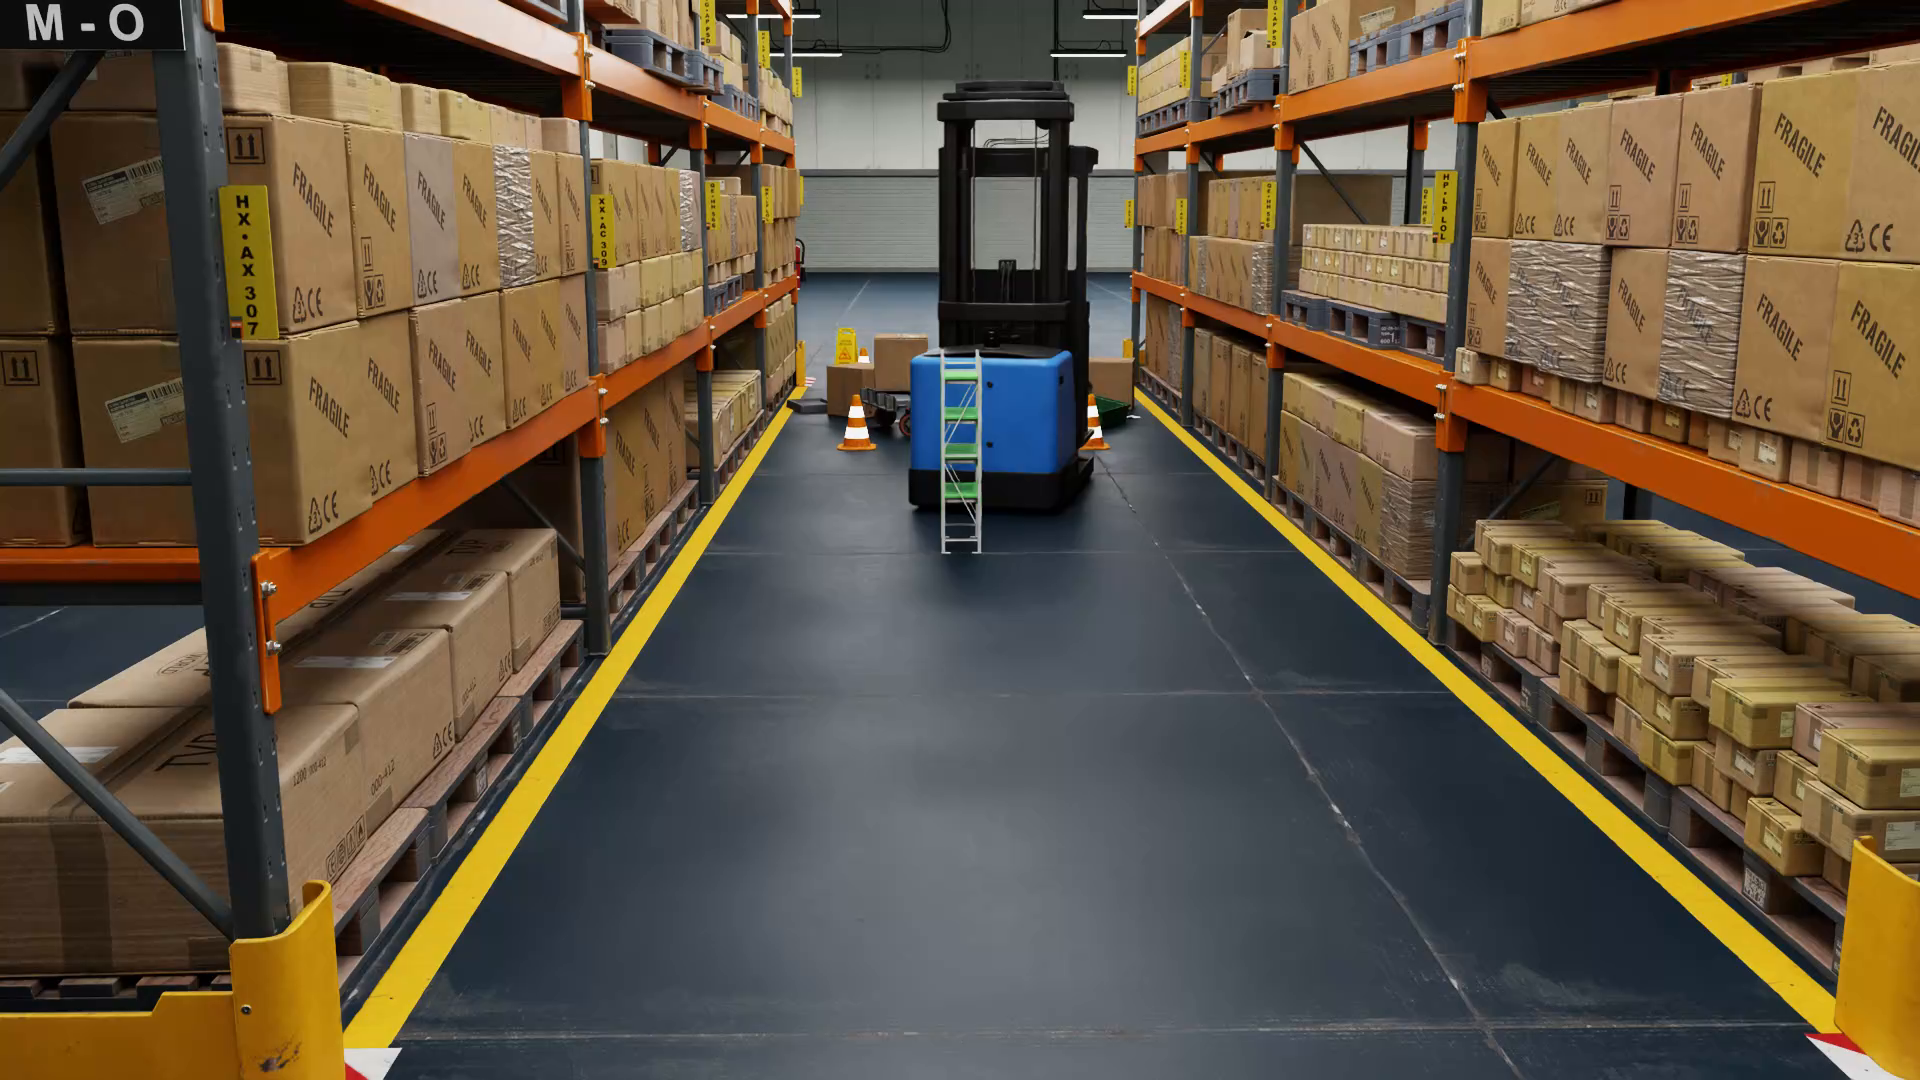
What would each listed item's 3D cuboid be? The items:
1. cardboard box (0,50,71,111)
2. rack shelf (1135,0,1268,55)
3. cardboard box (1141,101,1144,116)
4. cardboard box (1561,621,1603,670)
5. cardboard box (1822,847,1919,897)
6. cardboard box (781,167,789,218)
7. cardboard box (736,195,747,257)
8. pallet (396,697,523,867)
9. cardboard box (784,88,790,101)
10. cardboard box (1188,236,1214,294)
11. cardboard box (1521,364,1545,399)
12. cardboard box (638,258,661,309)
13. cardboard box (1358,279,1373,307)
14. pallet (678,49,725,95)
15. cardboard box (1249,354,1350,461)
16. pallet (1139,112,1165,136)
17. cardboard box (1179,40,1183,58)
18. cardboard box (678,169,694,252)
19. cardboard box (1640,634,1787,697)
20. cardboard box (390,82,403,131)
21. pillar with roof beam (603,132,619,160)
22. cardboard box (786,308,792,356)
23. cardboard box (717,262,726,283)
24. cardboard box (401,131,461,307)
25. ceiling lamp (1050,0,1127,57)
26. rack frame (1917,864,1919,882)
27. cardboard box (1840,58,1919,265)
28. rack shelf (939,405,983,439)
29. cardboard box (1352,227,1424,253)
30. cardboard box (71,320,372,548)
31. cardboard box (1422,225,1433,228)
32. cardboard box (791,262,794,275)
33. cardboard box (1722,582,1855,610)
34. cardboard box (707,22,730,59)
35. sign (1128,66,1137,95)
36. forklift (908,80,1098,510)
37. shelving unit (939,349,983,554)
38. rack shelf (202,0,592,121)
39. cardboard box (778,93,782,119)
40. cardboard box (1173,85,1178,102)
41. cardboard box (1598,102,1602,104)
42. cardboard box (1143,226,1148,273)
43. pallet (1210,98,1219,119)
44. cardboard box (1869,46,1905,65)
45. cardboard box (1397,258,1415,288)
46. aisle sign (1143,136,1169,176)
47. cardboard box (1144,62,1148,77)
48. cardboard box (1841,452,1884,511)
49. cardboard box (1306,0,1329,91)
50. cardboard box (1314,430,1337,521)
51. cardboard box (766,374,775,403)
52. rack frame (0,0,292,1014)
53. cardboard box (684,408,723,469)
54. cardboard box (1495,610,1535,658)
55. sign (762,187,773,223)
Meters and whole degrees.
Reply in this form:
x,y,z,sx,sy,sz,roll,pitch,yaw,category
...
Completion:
x,y,z,sx,sy,sz,roll,pitch,yaw,category
-2.288,-1.058,3.830,0.380,0.149,0.250,0,11,0,cardboard box
2.577,-5.345,17.088,1.077,0.370,4.000,0,11,-1,rack shelf
2.228,-4.833,18.616,0.380,0.149,0.250,0,11,-1,cardboard box
2.534,0.410,6.358,0.380,0.149,0.250,0,11,-2,cardboard box
2.647,0.917,4.609,0.380,0.149,0.250,0,11,0,cardboard box
-2.093,-3.490,16.704,0.700,0.500,0.500,0,11,-2,cardboard box
-2.073,-2.624,13.893,0.500,0.500,0.500,0,11,1,cardboard box
-2.197,0.836,5.908,1.003,0.211,1.213,0,11,-1,pallet
-2.109,-4.982,18.655,0.380,0.149,0.250,0,11,-1,cardboard box
2.360,-2.499,15.083,0.500,0.500,0.500,0,11,-1,cardboard box
2.600,-0.681,7.004,0.380,0.149,0.250,-1,11,-4,cardboard box
-1.913,-1.389,8.983,0.500,0.250,0.500,0,11,0,cardboard box
2.542,-1.438,9.681,0.380,0.149,0.250,-1,11,-3,cardboard box
-2.179,-2.970,10.586,1.213,0.211,1.003,0,11,1,pallet
2.779,-0.985,12.474,1.050,0.750,0.750,0,11,-2,cardboard box
2.562,-4.630,18.517,1.003,0.211,1.213,0,11,-1,pallet
2.287,-4.670,15.809,0.380,0.149,0.250,0,11,-1,cardboard box
-1.955,-2.056,10.382,0.500,0.500,0.500,0,11,0,cardboard box
2.519,0.419,5.567,0.380,0.149,0.250,0,11,1,cardboard box
-1.860,-1.267,4.862,0.380,0.149,0.250,0,11,-1,cardboard box
-4.452,-10.876,41.535,9.100,9.000,0.548,0,11,-1,pillar with roof beam
-2.120,-2.275,18.199,0.500,0.500,0.500,0,11,1,cardboard box
-1.983,-2.034,12.617,0.380,0.149,0.250,0,11,-1,cardboard box
-1.842,-0.971,5.033,0.500,0.500,0.500,0,11,-2,cardboard box
3.337,-14.193,43.206,2.000,3.185,0.800,0,11,-1,ceiling lamp
2.867,-0.171,3.855,1.000,3.000,0.127,0,11,-1,rack frame
2.608,-0.945,4.160,0.500,0.500,0.500,0,11,-2,cardboard box
0.003,-0.728,10.243,0.258,0.148,0.480,0,11,-1,rack shelf
2.546,-1.781,9.874,0.380,0.149,0.250,0,11,1,cardboard box
-1.803,-0.276,4.122,0.500,0.500,0.500,0,11,-2,cardboard box
3.178,-1.938,10.644,0.380,0.149,0.250,0,11,1,cardboard box
-2.073,-3.064,18.750,0.380,0.149,0.250,0,11,-2,cardboard box
3.152,0.263,6.337,0.380,0.149,0.250,-1,11,-3,cardboard box
-2.146,-4.045,13.475,0.500,0.250,0.500,0,11,0,cardboard box
1.981,-5.287,19.134,0.100,0.325,0.005,0,11,-1,sign
0.433,-1.889,12.498,1.130,2.935,3.031,2,12,11,forklift
0.003,-0.555,10.278,0.258,1.200,0.503,0,11,-1,shelving unit
-2.122,-1.645,5.389,1.077,0.370,4.000,0,11,-1,rack shelf
-2.094,-4.449,17.029,0.500,0.250,0.500,0,11,-1,cardboard box
2.279,-4.330,16.139,0.380,0.149,0.250,0,11,0,cardboard box
7.308,-4.786,18.436,0.380,0.149,0.250,0,11,-2,cardboard box
2.589,-3.351,19.155,0.875,0.550,0.550,0,11,-1,cardboard box
2.687,-3.750,14.437,0.805,0.209,1.217,-1,11,-3,pallet
7.386,-3.819,12.788,0.500,0.500,0.500,0,11,0,cardboard box
2.559,-1.428,8.883,0.380,0.149,0.250,-1,11,-3,cardboard box
2.234,-4.638,19.338,0.394,0.787,0.004,0,11,-1,aisle sign
2.234,-5.175,18.299,0.380,0.149,0.250,0,11,-2,cardboard box
2.610,-0.161,4.439,0.380,0.149,0.250,0,11,-1,cardboard box
2.464,-3.066,10.331,0.500,0.500,0.500,0,11,-1,cardboard box
2.490,-0.398,10.207,0.500,0.500,0.500,-1,11,-3,cardboard box
-2.071,-1.492,16.229,0.500,0.250,0.500,-1,11,-4,cardboard box
-2.084,-0.130,3.656,0.949,2.616,0.053,0,11,-1,rack frame
-2.247,-0.751,12.268,0.950,0.372,0.625,-1,12,-5,cardboard box
2.533,0.401,7.150,0.380,0.149,0.250,0,11,-1,cardboard box
-1.773,-3.086,15.314,0.100,0.325,0.005,0,11,-1,sign
